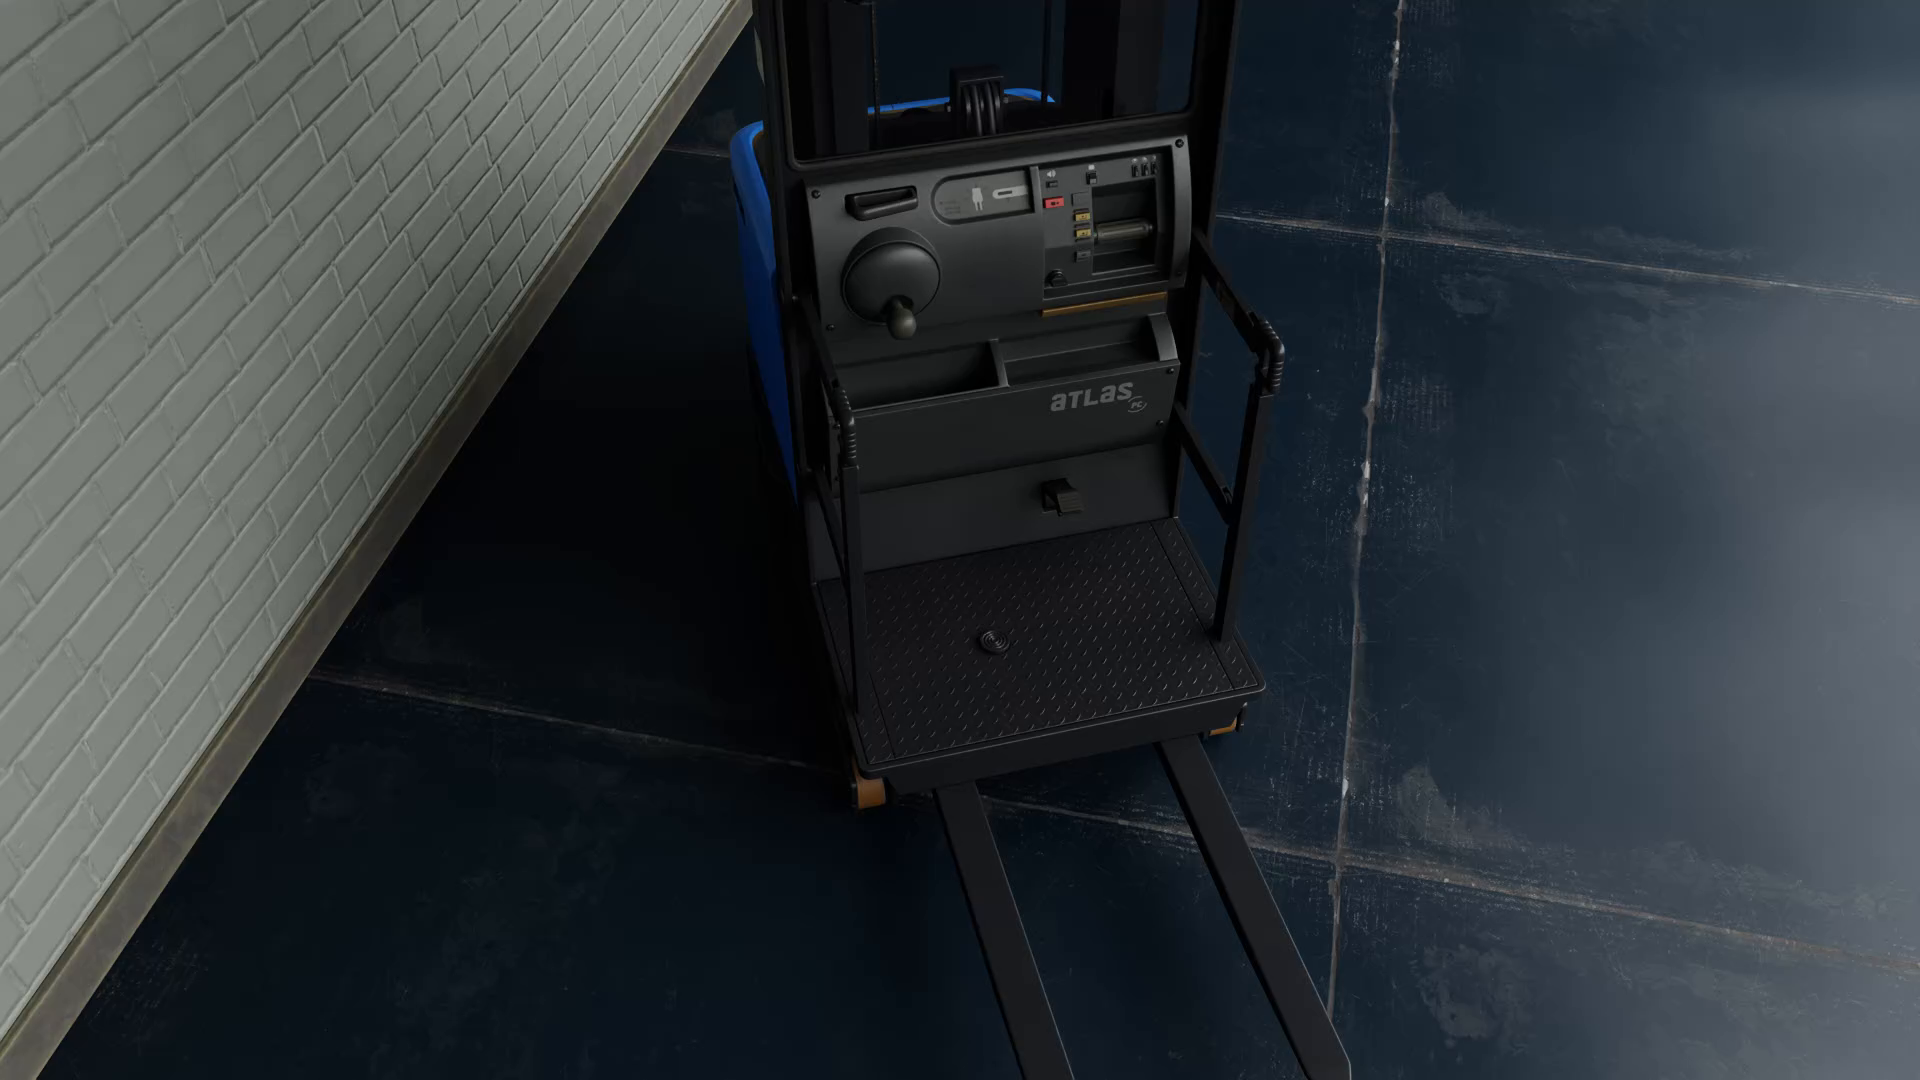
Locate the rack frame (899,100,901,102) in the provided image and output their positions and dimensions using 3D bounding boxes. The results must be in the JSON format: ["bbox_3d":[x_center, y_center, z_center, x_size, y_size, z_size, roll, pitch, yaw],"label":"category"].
[{"bbox_3d":[-0.167,-1.036,5.677,0.006,0.900,0.240,-10,45,-11],"label":"rack frame"}]

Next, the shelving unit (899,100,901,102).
[{"bbox_3d":[-0.265,-1.018,5.659,0.210,0.900,0.258,-10,45,-11],"label":"shelving unit"}]

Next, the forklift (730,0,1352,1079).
[{"bbox_3d":[0.159,-0.635,3.796,1.130,2.935,3.031,-10,45,-11],"label":"forklift"}]
